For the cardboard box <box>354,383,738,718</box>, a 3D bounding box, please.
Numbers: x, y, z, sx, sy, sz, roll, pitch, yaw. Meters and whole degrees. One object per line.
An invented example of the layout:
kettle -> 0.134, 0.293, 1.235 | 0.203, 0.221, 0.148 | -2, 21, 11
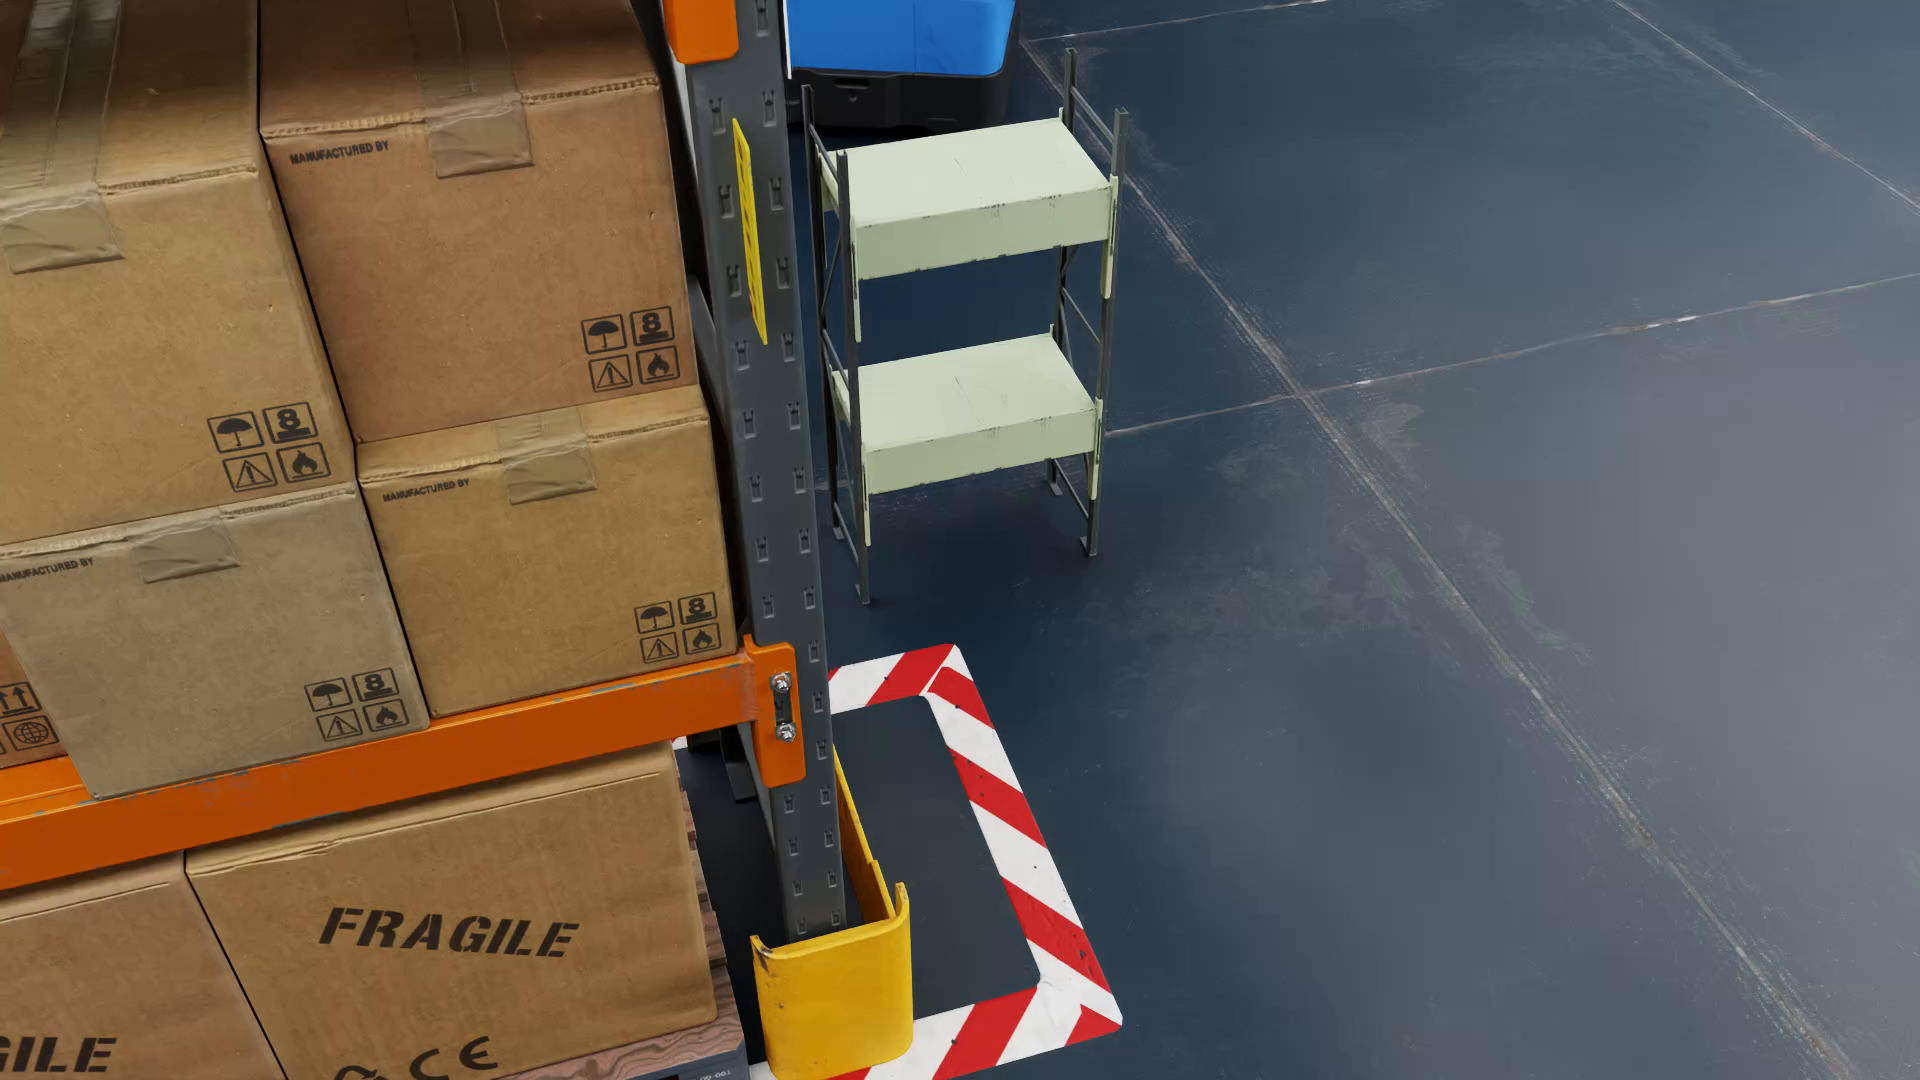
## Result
cardboard box -> -0.796, -0.217, 3.104 | 0.550, 0.550, 0.875 | -12, 42, -13

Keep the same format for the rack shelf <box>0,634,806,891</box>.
rack shelf -> -2.363, 0.404, 3.055 | 4.000, 0.370, 1.077 | -12, 42, -13

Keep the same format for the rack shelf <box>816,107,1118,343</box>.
rack shelf -> 0.006, -0.860, 4.501 | 0.720, 0.370, 0.431 | -12, 42, -13

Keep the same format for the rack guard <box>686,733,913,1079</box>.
rack guard -> -0.432, 0.674, 4.098 | 0.348, 0.500, 1.175 | -12, 42, -13

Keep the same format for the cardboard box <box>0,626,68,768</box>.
cardboard box -> -1.885, -0.063, 2.928 | 0.550, 0.550, 0.875 | -12, 42, -13

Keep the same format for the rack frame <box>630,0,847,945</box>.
rack frame -> -0.455, -0.262, 3.270 | 0.127, 3.000, 1.000 | -12, 42, -13

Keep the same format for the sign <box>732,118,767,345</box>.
sign -> -0.305, -0.444, 2.419 | 0.005, 0.325, 0.100 | -12, 42, -13

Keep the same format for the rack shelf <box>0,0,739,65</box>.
rack shelf -> -2.363, -0.726, 2.068 | 4.000, 0.370, 1.077 | -12, 42, -13

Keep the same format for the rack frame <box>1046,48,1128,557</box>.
rack frame -> 0.355, -0.638, 4.841 | 0.023, 1.500, 0.400 | -12, 42, -13

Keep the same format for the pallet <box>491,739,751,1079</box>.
pallet -> -1.194, 0.995, 3.951 | 1.213, 0.211, 1.003 | -12, 42, -13

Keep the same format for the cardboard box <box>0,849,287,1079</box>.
cardboard box -> -1.921, 0.730, 3.430 | 0.875, 0.875, 0.875 | -12, 43, -14

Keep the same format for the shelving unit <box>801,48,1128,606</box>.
shelving unit -> 0.006, -0.566, 4.758 | 0.755, 1.500, 0.431 | -12, 42, -13

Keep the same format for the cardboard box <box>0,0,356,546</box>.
cardboard box -> -1.318, -0.510, 2.619 | 0.550, 0.550, 0.875 | -12, 42, -13

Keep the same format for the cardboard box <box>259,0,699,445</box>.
cardboard box -> -0.821, -0.676, 2.810 | 0.550, 0.550, 0.875 | -12, 42, -13

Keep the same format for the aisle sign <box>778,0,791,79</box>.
aisle sign -> -0.297, -1.067, 2.216 | 0.004, 0.787, 0.394 | -12, 42, -13

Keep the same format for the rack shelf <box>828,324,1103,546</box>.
rack shelf -> 0.006, -0.321, 4.973 | 0.720, 0.370, 0.431 | -12, 42, -13

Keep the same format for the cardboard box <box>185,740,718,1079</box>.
cardboard box -> -1.082, 0.555, 3.630 | 0.875, 0.875, 0.875 | -11, 42, -13

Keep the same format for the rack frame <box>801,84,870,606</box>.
rack frame -> -0.343, -0.494, 4.675 | 0.023, 1.500, 0.400 | -12, 42, -13

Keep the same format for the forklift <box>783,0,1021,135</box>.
forklift -> -1.270, -3.264, 6.758 | 3.031, 2.935, 1.130 | 4, 41, 5

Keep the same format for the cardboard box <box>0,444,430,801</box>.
cardboard box -> -1.314, -0.095, 2.964 | 0.550, 0.550, 0.875 | -12, 42, -13
